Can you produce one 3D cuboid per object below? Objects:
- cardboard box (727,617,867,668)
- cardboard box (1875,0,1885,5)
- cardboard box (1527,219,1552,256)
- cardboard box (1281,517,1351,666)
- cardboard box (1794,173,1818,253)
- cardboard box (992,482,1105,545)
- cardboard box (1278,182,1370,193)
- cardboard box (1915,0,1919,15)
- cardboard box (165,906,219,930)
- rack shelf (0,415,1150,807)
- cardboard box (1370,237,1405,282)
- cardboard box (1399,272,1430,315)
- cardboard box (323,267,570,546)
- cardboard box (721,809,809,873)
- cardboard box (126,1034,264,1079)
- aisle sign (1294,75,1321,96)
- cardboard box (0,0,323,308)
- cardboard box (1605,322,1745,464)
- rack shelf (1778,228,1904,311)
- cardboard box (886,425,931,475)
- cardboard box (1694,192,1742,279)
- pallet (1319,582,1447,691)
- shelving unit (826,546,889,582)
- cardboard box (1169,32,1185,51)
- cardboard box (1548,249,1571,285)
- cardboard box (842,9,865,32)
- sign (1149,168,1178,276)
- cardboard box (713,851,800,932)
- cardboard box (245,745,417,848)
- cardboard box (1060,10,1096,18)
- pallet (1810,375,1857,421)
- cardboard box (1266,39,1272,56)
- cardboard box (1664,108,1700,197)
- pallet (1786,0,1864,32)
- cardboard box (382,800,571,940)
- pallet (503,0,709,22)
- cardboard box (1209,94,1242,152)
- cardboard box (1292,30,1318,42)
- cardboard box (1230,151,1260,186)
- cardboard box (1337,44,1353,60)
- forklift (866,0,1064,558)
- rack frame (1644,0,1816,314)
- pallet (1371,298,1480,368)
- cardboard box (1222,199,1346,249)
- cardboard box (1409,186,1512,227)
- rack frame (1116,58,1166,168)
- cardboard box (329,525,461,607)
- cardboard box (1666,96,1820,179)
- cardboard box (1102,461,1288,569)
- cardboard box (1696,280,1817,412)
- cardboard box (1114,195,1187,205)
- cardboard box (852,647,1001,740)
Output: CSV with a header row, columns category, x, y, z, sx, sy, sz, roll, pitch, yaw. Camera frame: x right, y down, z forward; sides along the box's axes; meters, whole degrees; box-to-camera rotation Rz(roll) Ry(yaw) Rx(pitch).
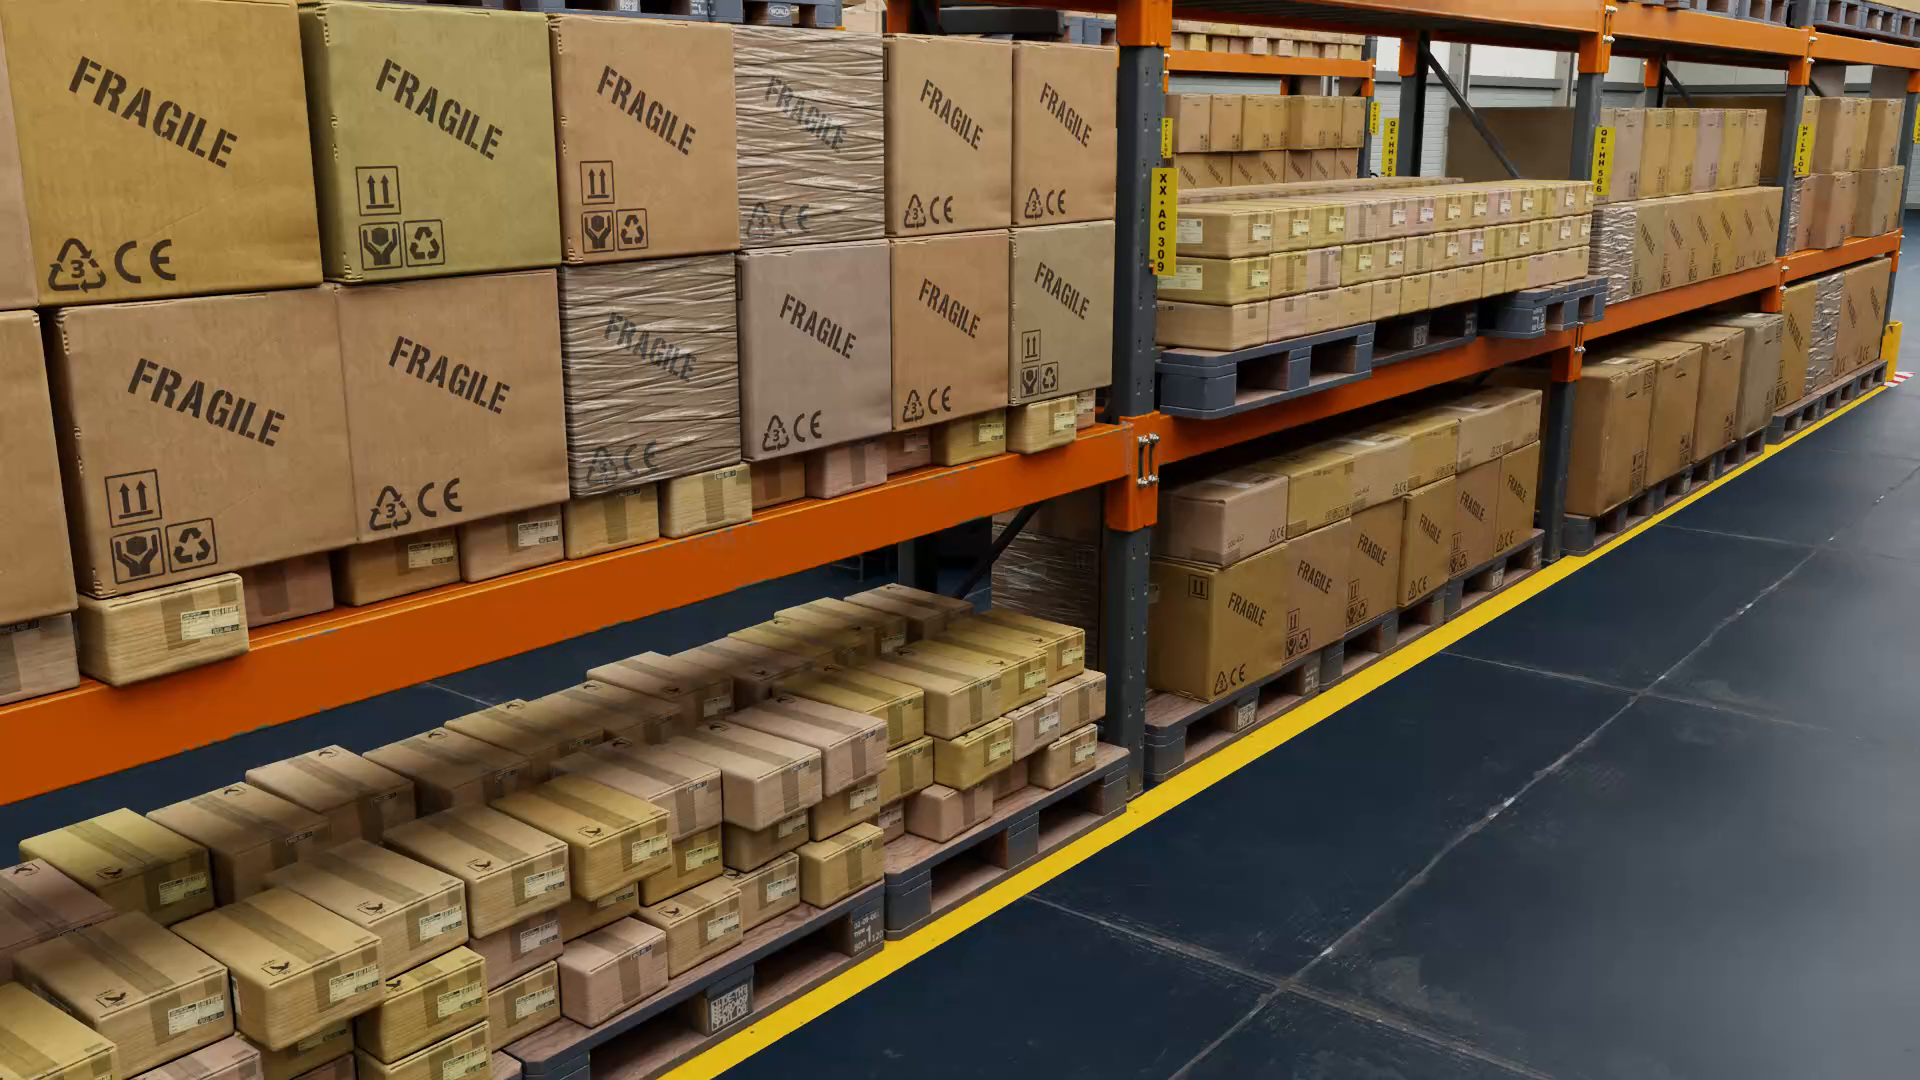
category,x,y,z,sx,sy,sz,roll,pitch,yaw
cardboard box,-0.517,0.376,5.281,0.380,0.149,0.250,11,18,37
cardboard box,6.677,-4.072,12.423,0.380,0.149,0.250,12,18,38
cardboard box,2.428,-1.372,7.487,0.380,0.149,0.250,12,18,39
cardboard box,1.202,0.158,6.632,0.500,0.500,0.500,12,19,40
cardboard box,5.779,-2.434,12.307,0.875,0.550,0.550,11,18,38
cardboard box,0.472,-0.185,6.460,0.500,0.250,0.500,11,18,36
cardboard box,1.613,-1.524,7.481,0.380,0.149,0.250,12,19,40
cardboard box,7.638,-4.366,13.578,0.380,0.149,0.250,11,18,38
cardboard box,-1.879,0.907,3.792,0.380,0.149,0.250,10,18,35
rack shelf,-1.057,0.084,4.161,1.077,0.370,4.000,11,18,38
cardboard box,1.459,-1.079,6.332,0.380,0.149,0.250,12,19,40
cardboard box,1.622,-0.985,6.564,0.380,0.149,0.250,11,18,37
cardboard box,-1.183,-0.316,3.467,0.500,0.500,0.500,12,18,38
cardboard box,-0.629,0.736,4.465,0.380,0.149,0.250,10,17,35
cardboard box,-1.569,1.048,3.239,0.380,0.149,0.250,11,18,37
aisle sign,3.626,-5.012,17.482,0.394,0.787,0.004,11,18,38
cardboard box,-1.513,-0.701,2.954,0.500,0.500,0.500,12,19,39
cardboard box,4.299,-0.976,10.589,1.050,0.750,0.750,11,18,38
rack shelf,6.485,-2.214,13.208,1.077,0.370,4.000,11,18,38
cardboard box,-0.304,-0.288,4.675,0.380,0.149,0.250,11,18,36
cardboard box,4.473,-1.893,10.281,0.500,0.500,0.500,11,18,38
pallet,1.455,0.320,7.436,1.003,0.211,1.213,11,18,38
shelving unit,-0.518,-0.262,8.327,0.258,0.900,0.210,10,18,35
cardboard box,1.705,-4.281,14.299,0.380,0.149,0.250,11,18,37
cardboard box,2.604,-1.283,7.737,0.380,0.149,0.250,11,18,37
cardboard box,-0.869,-3.527,11.331,0.380,0.149,0.250,11,18,38
sign,0.627,-0.985,5.149,0.100,0.325,0.005,11,18,38
cardboard box,-0.648,0.896,4.441,0.380,0.149,0.250,12,18,39
cardboard box,-1.574,0.659,4.165,0.380,0.149,0.250,12,19,40
cardboard box,0.738,-4.281,13.241,0.500,0.250,0.500,12,18,38
pallet,6.533,-1.196,13.404,1.003,0.211,1.213,11,18,38
cardboard box,2.673,-4.576,15.462,0.380,0.149,0.250,11,18,38
cardboard box,3.963,-2.325,9.949,0.700,0.500,0.500,11,18,37
pallet,5.751,-3.746,11.863,1.003,0.211,1.213,11,18,38
cardboard box,-1.109,0.749,3.813,0.380,0.149,0.250,12,19,40
pallet,-2.263,-3.177,9.827,1.003,0.211,1.213,12,19,40
cardboard box,2.098,-3.749,14.950,0.700,0.500,0.500,11,18,38
cardboard box,3.077,-4.882,15.856,0.500,0.250,0.500,12,18,39
cardboard box,2.431,-3.354,15.427,0.500,0.500,0.500,11,18,37
cardboard box,3.691,-4.860,16.581,0.380,0.149,0.250,11,18,38
forklift,0.158,-1.635,9.607,1.130,2.935,3.031,2,14,9
rack frame,5.228,-2.180,11.611,1.000,3.000,0.127,11,18,38
pallet,1.502,-0.935,7.102,1.003,0.211,1.213,11,18,38
cardboard box,1.139,-1.125,5.909,0.380,0.149,0.250,11,18,38
cardboard box,2.117,-1.424,7.086,0.380,0.149,0.250,11,18,38
rack frame,1.315,-2.926,14.551,1.000,3.000,0.127,11,18,38
cardboard box,-1.271,0.011,3.496,0.380,0.149,0.250,11,18,37
cardboard box,5.487,-2.841,11.717,0.875,0.550,0.550,11,18,38
cardboard box,0.870,-0.104,6.140,0.500,0.250,0.500,10,18,35
cardboard box,5.678,-1.463,12.253,0.875,0.875,0.875,12,18,38
cardboard box,0.633,-1.226,6.305,0.380,0.149,0.250,11,18,36
cardboard box,-0.102,0.454,4.971,0.380,0.149,0.250,11,18,37
